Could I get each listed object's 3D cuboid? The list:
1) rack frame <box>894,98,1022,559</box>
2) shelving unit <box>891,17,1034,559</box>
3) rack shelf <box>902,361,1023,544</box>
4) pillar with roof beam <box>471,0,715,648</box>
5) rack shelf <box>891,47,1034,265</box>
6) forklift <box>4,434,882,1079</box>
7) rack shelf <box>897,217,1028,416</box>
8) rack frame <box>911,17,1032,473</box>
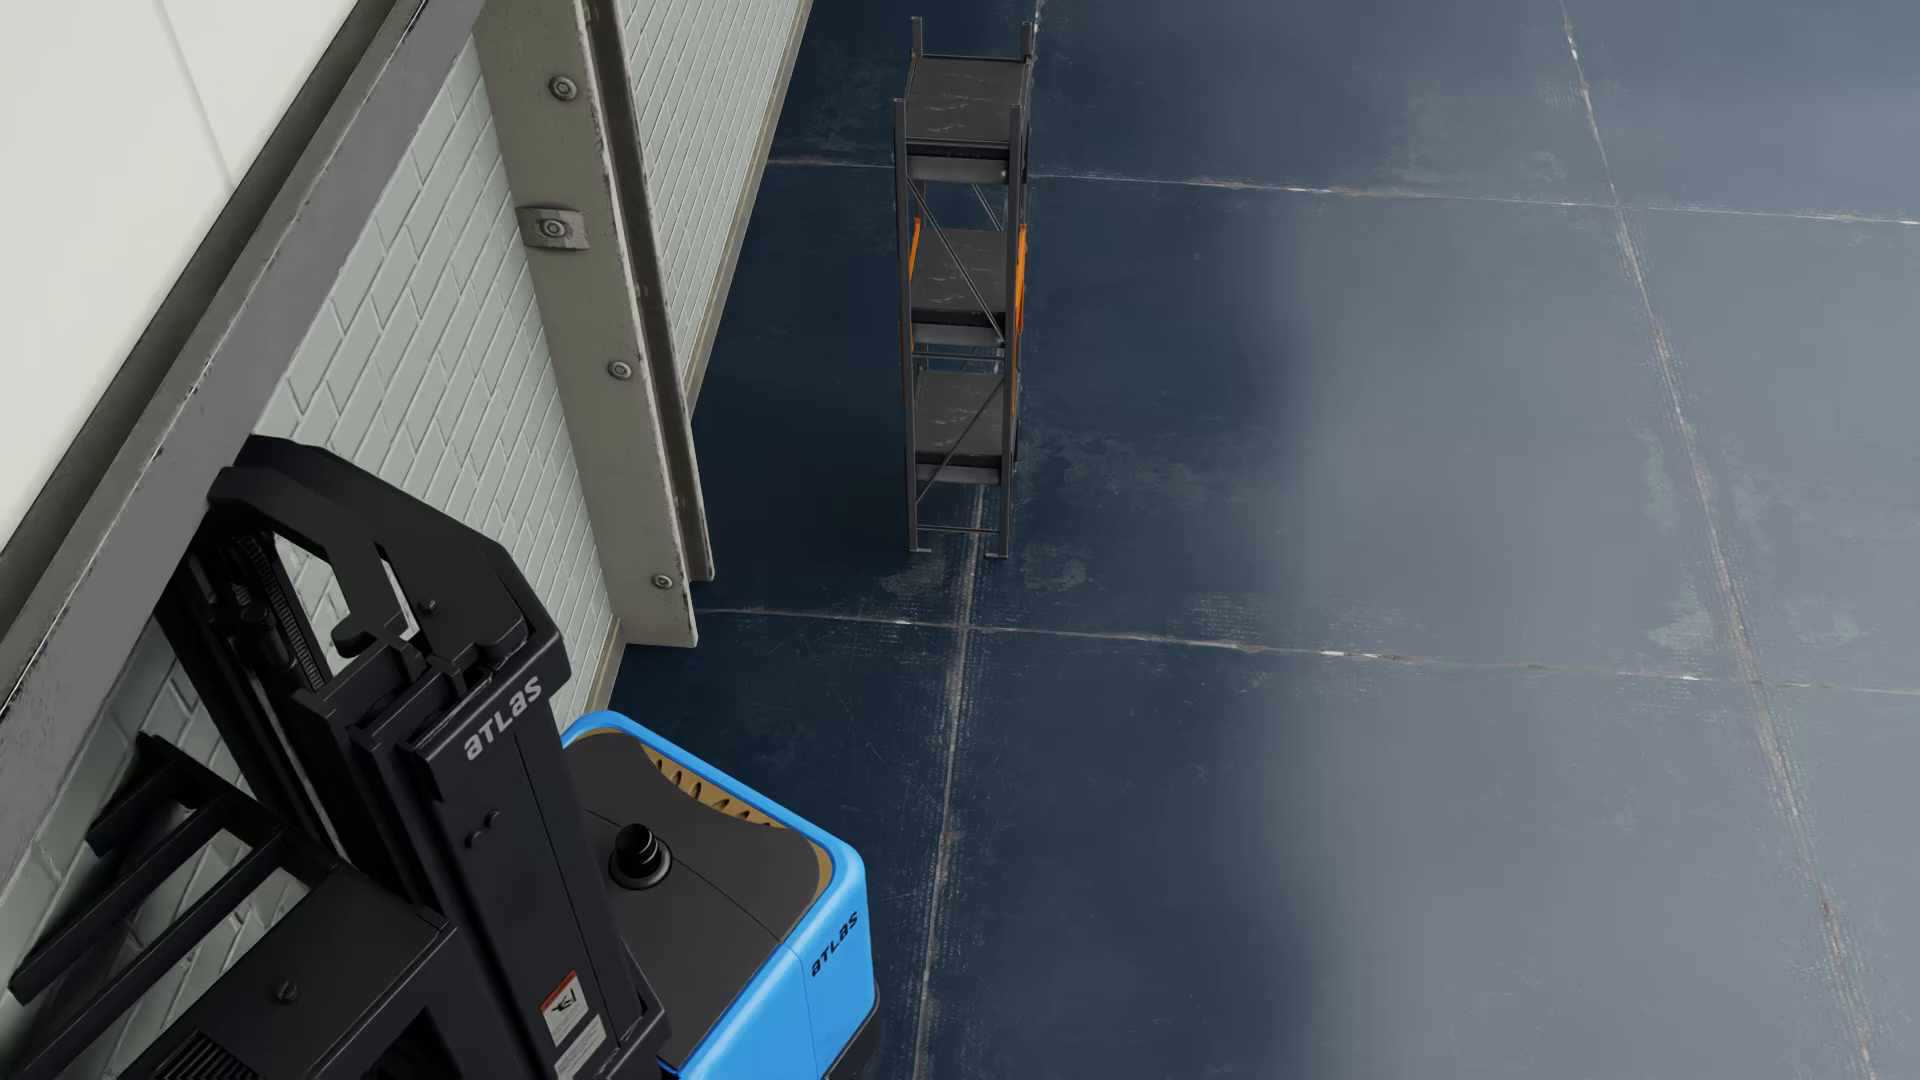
[{"bbox_3d":[-0.007,-0.651,5.948,0.400,2.100,0.015,4,48,4],"label":"rack frame"},{"bbox_3d":[0.015,-0.830,6.112,0.431,2.100,0.503,4,48,4],"label":"shelving unit"},{"bbox_3d":[0.015,-0.349,6.639,0.431,0.518,0.480,4,48,4],"label":"rack shelf"},{"bbox_3d":[3.134,-2.489,2.954,9.100,9.000,0.400,4,48,4],"label":"pillar with roof beam"},{"bbox_3d":[0.015,-1.294,5.606,0.431,0.518,0.480,4,48,4],"label":"rack shelf"},{"bbox_3d":[-1.468,1.318,3.584,1.130,2.935,3.031,26,52,22],"label":"forklift"},{"bbox_3d":[0.015,-0.821,6.122,0.431,0.518,0.480,4,48,4],"label":"rack shelf"},{"bbox_3d":[0.037,-1.010,6.276,0.400,2.100,0.015,4,48,4],"label":"rack frame"}]
